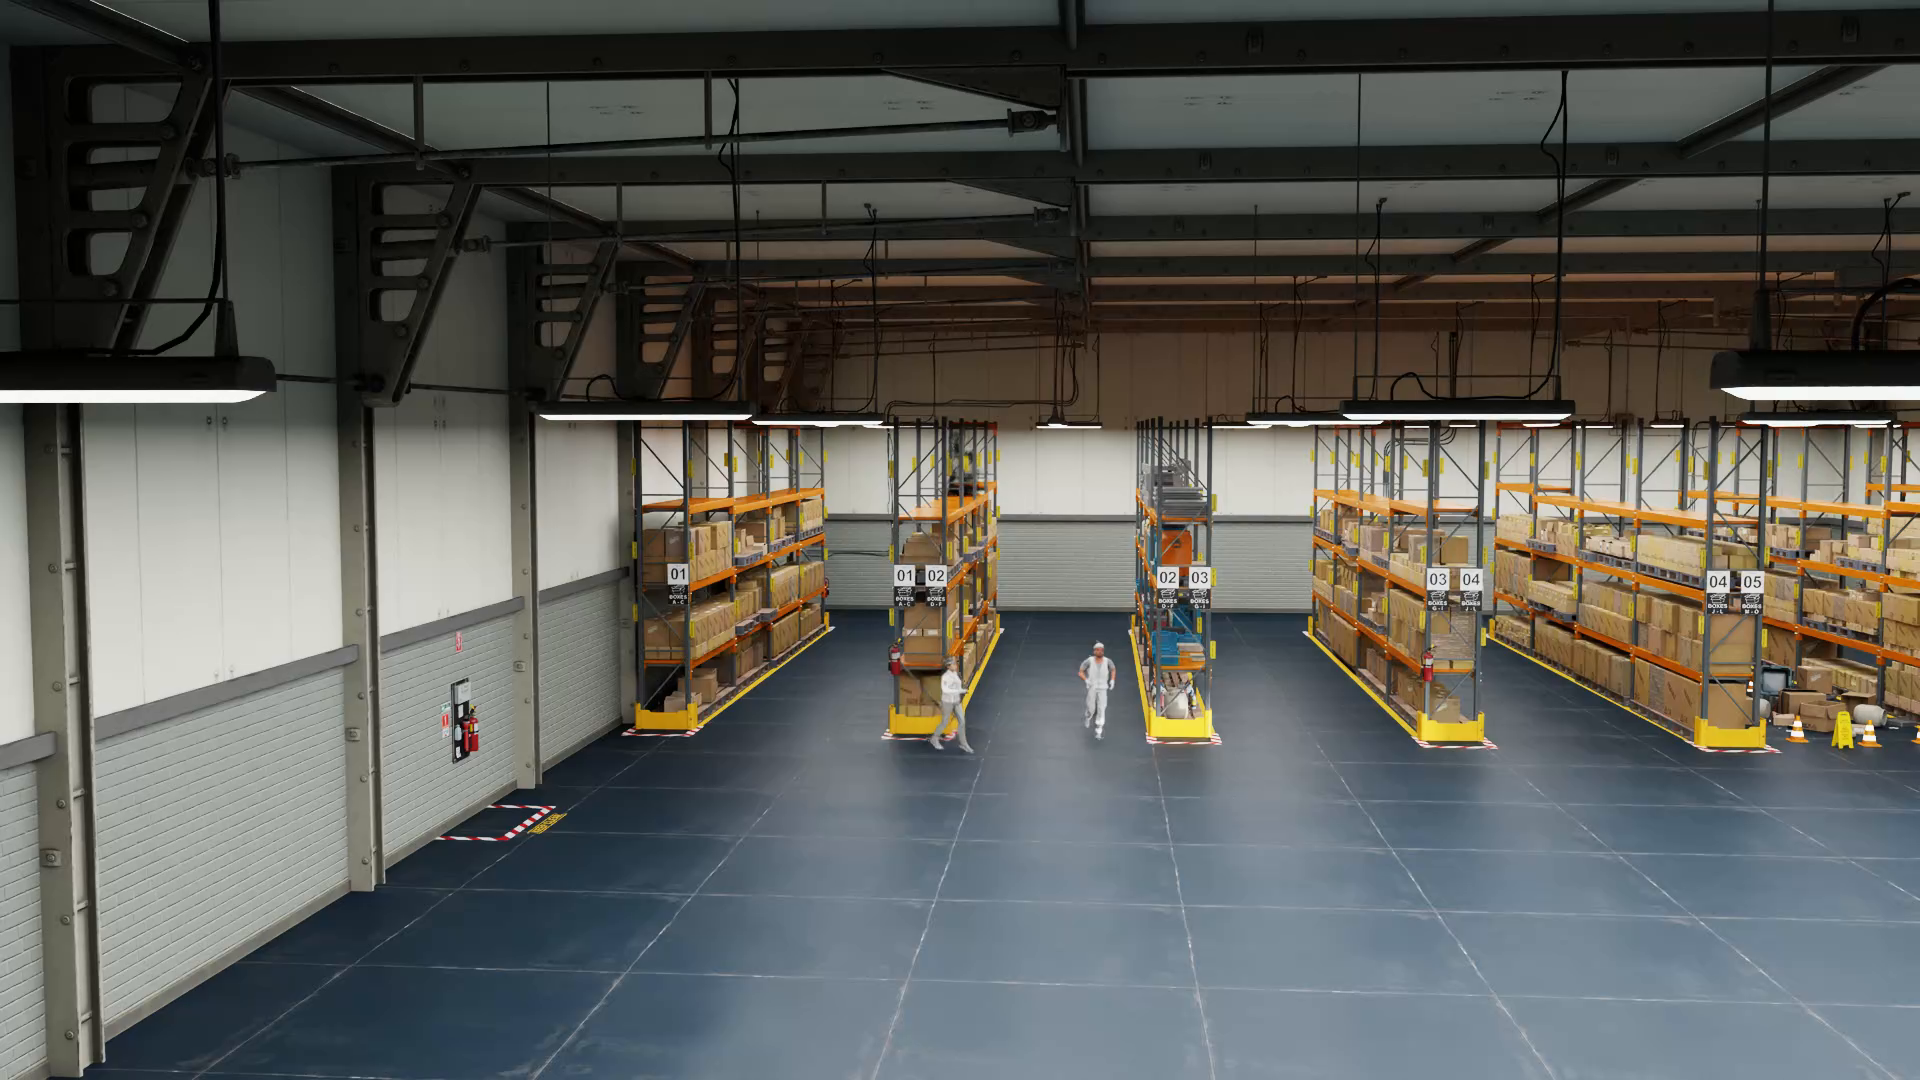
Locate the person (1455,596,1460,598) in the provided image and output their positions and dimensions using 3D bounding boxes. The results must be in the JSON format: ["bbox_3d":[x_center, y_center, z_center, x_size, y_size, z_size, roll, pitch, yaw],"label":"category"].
[{"bbox_3d":[13.456,1.918,45.716,0.696,1.670,0.885,2,4,24],"label":"person"}]

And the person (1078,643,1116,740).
[{"bbox_3d":[2.587,2.817,31.253,0.719,1.791,0.843,0,4,-5],"label":"person"}]

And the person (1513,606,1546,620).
[{"bbox_3d":[16.128,1.774,47.362,1.092,1.771,0.656,0,4,2],"label":"person"}]

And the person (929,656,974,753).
[{"bbox_3d":[-0.167,2.922,29.625,0.836,1.725,0.617,2,4,33],"label":"person"}]
